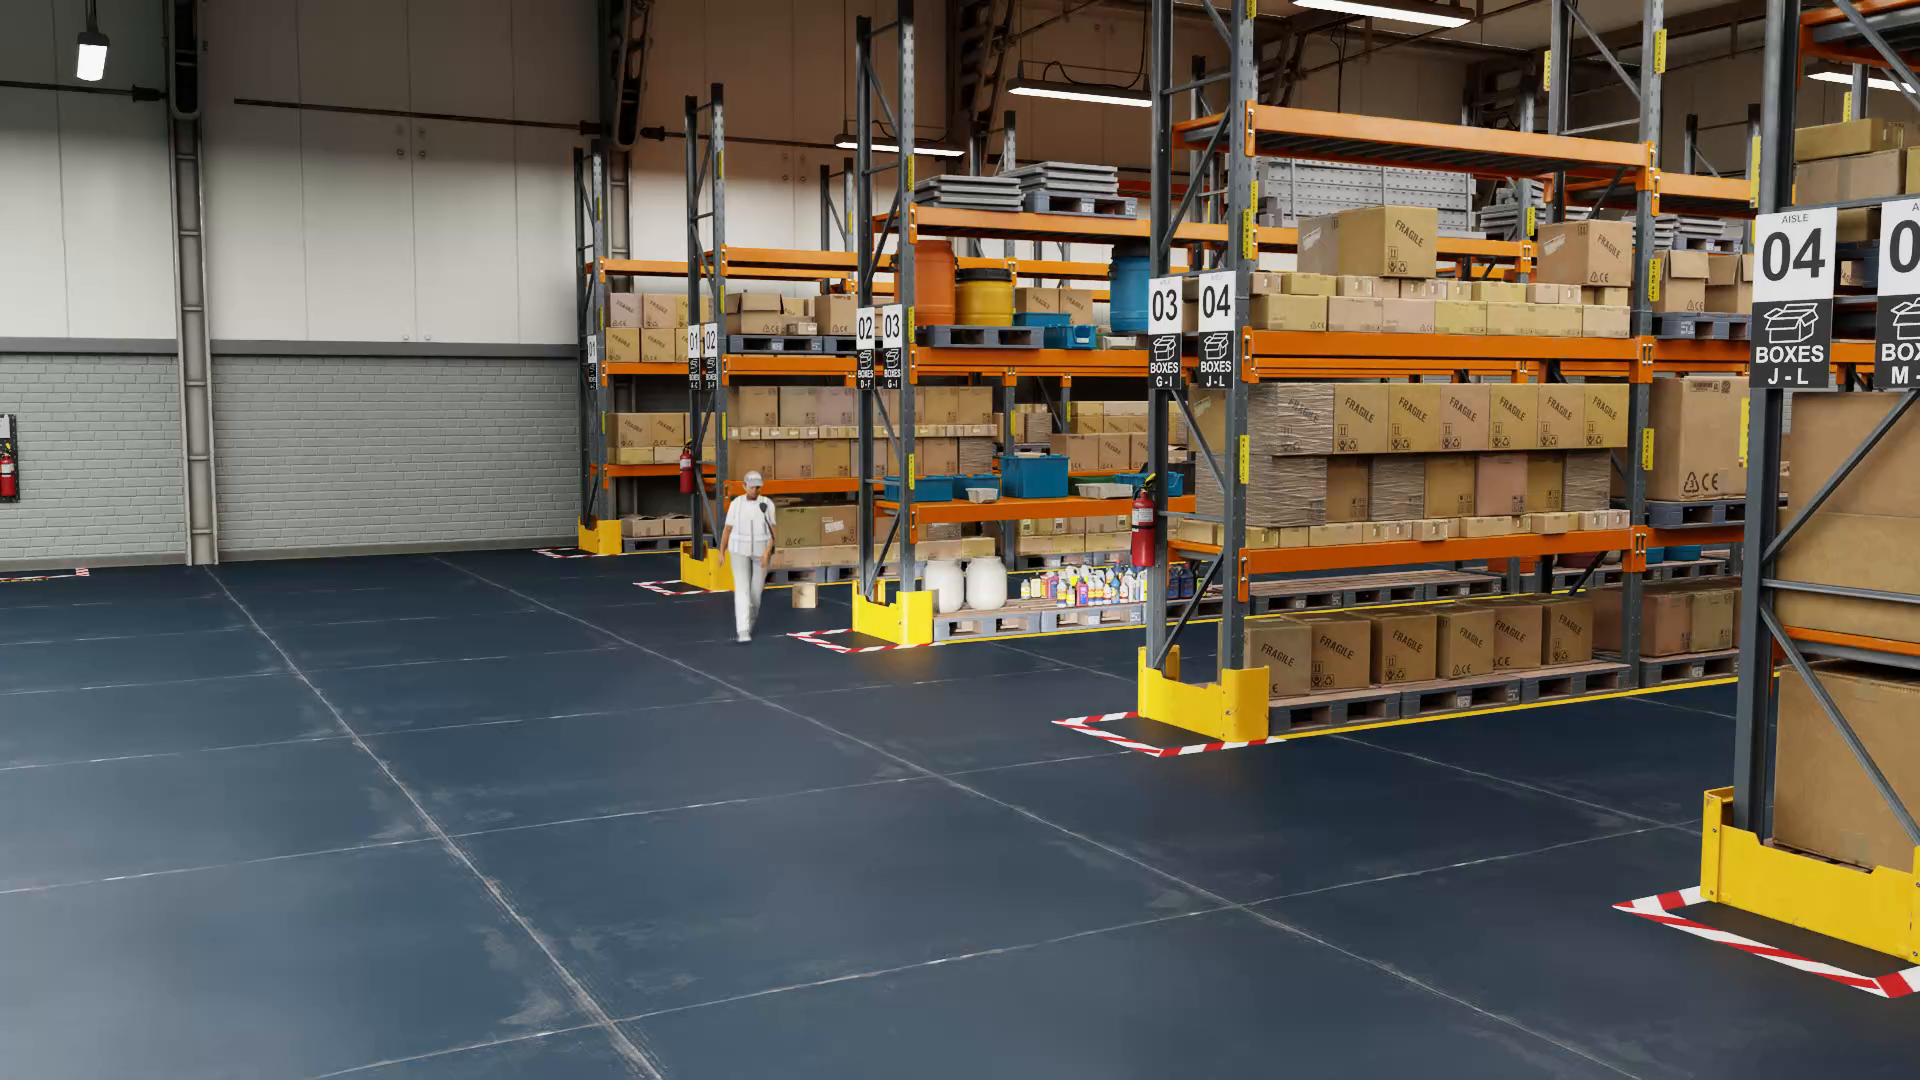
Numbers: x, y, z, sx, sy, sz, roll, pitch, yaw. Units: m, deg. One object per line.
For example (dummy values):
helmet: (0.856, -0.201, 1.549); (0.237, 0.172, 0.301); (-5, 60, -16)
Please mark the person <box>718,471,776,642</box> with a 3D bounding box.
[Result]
person: (-2.036, 0.142, 15.972); (0.556, 1.609, 0.945); (-1, 5, -12)
